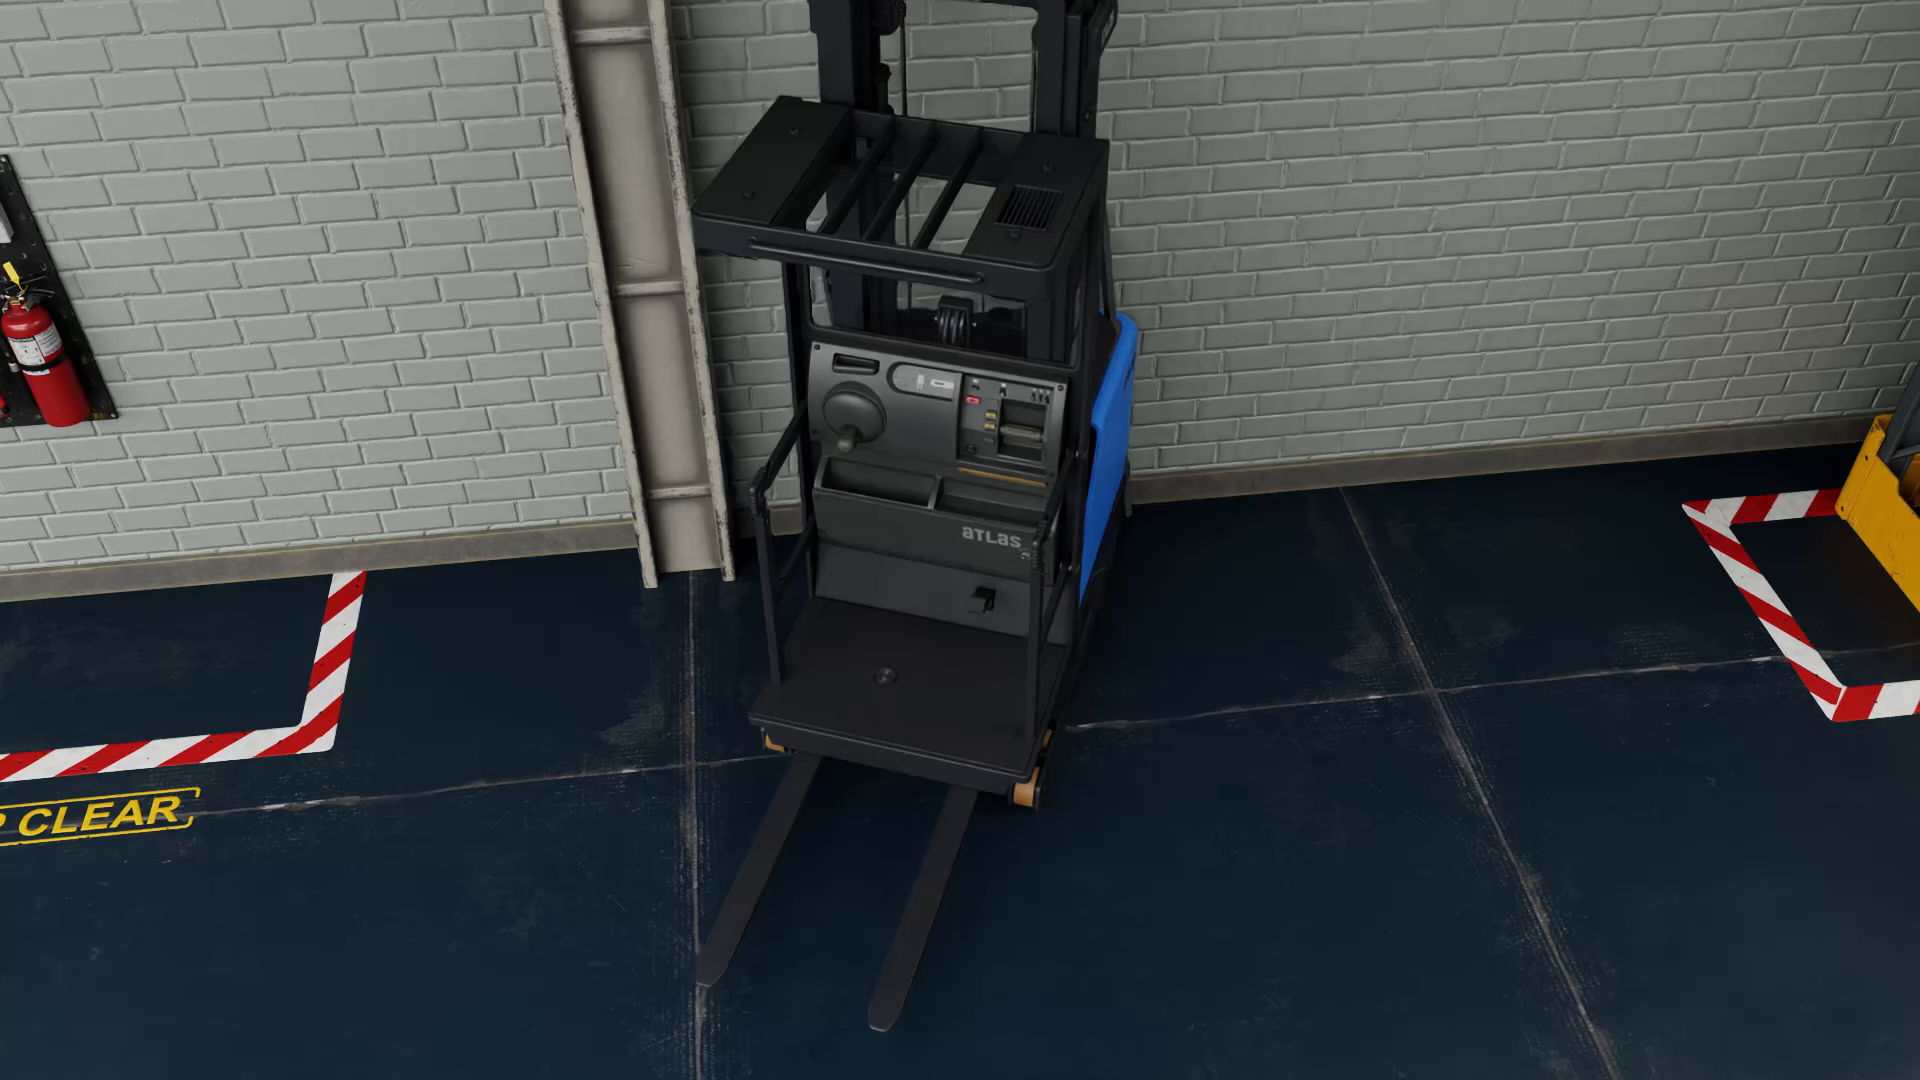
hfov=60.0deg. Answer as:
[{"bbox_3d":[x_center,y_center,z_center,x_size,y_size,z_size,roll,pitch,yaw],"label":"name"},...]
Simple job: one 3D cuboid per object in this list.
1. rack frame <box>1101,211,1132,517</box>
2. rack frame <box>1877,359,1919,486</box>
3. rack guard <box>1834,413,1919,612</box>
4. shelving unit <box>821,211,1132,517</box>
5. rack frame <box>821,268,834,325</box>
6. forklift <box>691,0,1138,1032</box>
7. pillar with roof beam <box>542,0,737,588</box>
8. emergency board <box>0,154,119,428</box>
[{"bbox_3d":[0.545,-0.818,7.192,0.032,1.500,0.500,-24,40,-18],"label":"rack frame"},{"bbox_3d":[4.173,-0.909,6.234,0.127,3.000,1.000,-5,42,-6],"label":"rack frame"},{"bbox_3d":[4.249,0.012,7.078,0.348,0.500,1.175,-5,42,-6],"label":"rack guard"},{"bbox_3d":[0.104,-0.623,7.032,1.048,1.500,0.538,-24,40,-18],"label":"shelving unit"},{"bbox_3d":[-0.337,-0.428,6.871,0.032,1.500,0.500,-24,40,-18],"label":"rack frame"},{"bbox_3d":[-0.143,-0.370,5.687,1.130,2.935,3.031,11,43,12],"label":"forklift"},{"bbox_3d":[-0.636,-0.392,1.181,0.400,9.000,9.100,-5,42,-6],"label":"pillar with roof beam"},{"bbox_3d":[-3.649,-0.834,6.150,0.643,1.169,0.194,-5,42,-6],"label":"emergency board"}]
